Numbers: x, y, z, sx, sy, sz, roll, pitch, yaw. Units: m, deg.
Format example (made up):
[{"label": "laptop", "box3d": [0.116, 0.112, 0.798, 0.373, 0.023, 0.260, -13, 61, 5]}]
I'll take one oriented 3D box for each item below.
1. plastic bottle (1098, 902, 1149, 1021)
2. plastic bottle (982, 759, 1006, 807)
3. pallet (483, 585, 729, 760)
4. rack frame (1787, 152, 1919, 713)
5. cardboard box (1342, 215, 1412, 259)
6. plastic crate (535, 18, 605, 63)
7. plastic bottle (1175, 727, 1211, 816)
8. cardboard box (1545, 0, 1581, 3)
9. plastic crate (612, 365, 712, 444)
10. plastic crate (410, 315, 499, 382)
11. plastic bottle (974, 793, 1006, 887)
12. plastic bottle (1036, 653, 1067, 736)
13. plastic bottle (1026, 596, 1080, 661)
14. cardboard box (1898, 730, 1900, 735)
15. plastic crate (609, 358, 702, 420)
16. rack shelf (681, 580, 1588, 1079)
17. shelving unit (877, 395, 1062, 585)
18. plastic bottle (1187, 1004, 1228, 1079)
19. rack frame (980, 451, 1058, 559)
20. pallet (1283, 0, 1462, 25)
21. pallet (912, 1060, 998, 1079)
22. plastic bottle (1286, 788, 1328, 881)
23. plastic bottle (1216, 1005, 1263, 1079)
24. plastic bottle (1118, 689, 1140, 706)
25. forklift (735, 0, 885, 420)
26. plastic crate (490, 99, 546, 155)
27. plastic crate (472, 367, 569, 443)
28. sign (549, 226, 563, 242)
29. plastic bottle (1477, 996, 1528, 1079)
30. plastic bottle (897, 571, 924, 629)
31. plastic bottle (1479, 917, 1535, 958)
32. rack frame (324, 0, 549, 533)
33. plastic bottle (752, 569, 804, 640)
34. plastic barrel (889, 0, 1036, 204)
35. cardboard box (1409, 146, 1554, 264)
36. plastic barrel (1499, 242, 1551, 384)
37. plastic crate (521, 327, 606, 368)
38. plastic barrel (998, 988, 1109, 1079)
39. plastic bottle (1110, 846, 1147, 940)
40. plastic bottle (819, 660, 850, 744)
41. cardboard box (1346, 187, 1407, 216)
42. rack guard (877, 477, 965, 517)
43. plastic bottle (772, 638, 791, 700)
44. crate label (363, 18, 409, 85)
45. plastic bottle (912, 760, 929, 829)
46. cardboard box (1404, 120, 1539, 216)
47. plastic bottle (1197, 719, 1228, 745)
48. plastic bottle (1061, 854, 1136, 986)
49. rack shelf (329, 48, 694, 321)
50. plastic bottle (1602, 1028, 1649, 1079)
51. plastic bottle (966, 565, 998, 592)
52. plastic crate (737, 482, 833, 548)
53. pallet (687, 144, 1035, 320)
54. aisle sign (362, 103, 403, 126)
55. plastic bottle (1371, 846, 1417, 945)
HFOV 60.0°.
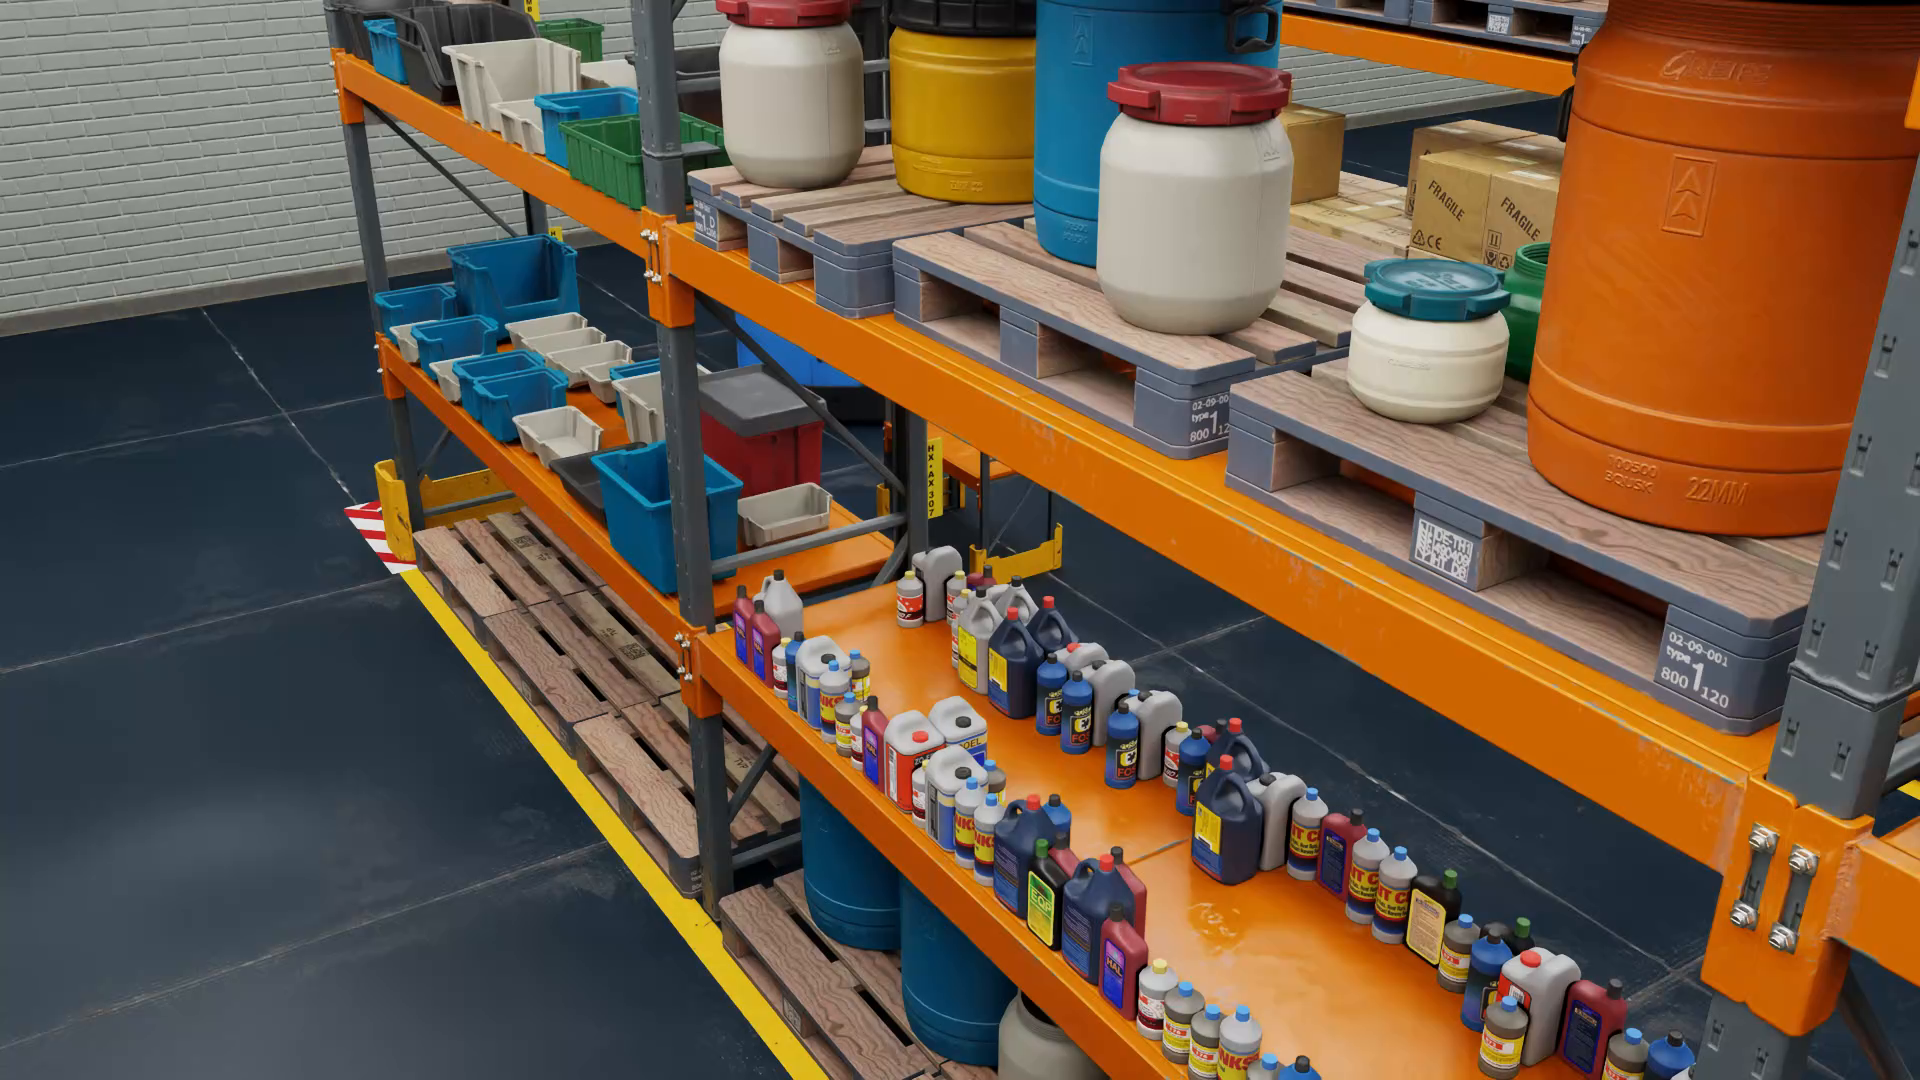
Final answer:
[{"label": "plastic bottle", "box3d": [0.409, 1.048, 4.153, 0.061, 0.283, 0.133, -16, 29, -30]}, {"label": "plastic bottle", "box3d": [0.087, 0.741, 4.899, 0.097, 0.201, 0.097, 0, 25, 0]}, {"label": "pallet", "box3d": [-1.677, 0.589, 8.256, 1.003, 0.211, 1.213, -16, 29, -30]}, {"label": "rack frame", "box3d": [1.611, -1.264, 1.886, 1.000, 3.000, 0.127, -16, 29, -30]}, {"label": "cardboard box", "box3d": [2.553, -1.666, 9.593, 0.500, 0.250, 0.500, -15, 29, -29]}, {"label": "plastic crate", "box3d": [-1.978, -2.387, 8.026, 0.450, 0.188, 0.336, -16, 29, -30]}, {"label": "plastic bottle", "box3d": [0.696, 0.681, 4.944, 0.097, 0.271, 0.097, 0, 25, 0]}, {"label": "cardboard box", "box3d": [3.100, -3.039, 8.433, 0.700, 0.500, 0.500, -18, 30, -33]}, {"label": "plastic crate", "box3d": [-1.252, -0.544, 7.458, 0.437, 0.282, 0.530, -16, 29, -30]}, {"label": "plastic crate", "box3d": [-2.538, -0.963, 8.402, 0.416, 0.233, 0.300, -16, 29, -30]}, {"label": "plastic bottle", "box3d": [0.087, 0.828, 4.634, 0.097, 0.271, 0.097, 0, 25, 0]}, {"label": "plastic bottle", "box3d": [0.294, 0.489, 5.351, 0.097, 0.271, 0.097, 0, 25, 0]}, {"label": "plastic bottle", "box3d": [0.304, 0.359, 5.533, 0.144, 0.351, 0.185, -16, 29, -30]}, {"label": "cardboard box", "box3d": [4.432, 0.179, 7.855, 1.225, 0.875, 0.875, -17, 30, -31]}, {"label": "plastic crate", "box3d": [-1.420, -0.689, 7.821, 0.416, 0.233, 0.300, -16, 29, -30]}, {"label": "rack shelf", "box3d": [0.519, 1.059, 4.835, 1.077, 0.370, 4.000, -16, 29, -30]}, {"label": "shelving unit", "box3d": [0.042, -0.651, 9.372, 0.587, 1.500, 1.083, -16, 29, -30]}, {"label": "plastic bottle", "box3d": [0.593, 1.192, 3.945, 0.097, 0.201, 0.097, 0, 25, 0]}, {"label": "rack frame", "box3d": [0.324, -0.466, 8.980, 0.500, 1.500, 0.032, -16, 29, -30]}, {"label": "pallet", "box3d": [2.478, -3.183, 9.569, 1.003, 0.211, 1.213, -16, 29, -30]}, {"label": "pallet", "box3d": [0.484, 2.002, 5.262, 1.003, 0.211, 1.213, -16, 29, -30]}, {"label": "plastic bottle", "box3d": [0.975, 0.816, 4.658, 0.097, 0.271, 0.097, 0, 25, 0]}, {"label": "plastic bottle", "box3d": [0.647, 1.195, 3.856, 0.097, 0.271, 0.097, 0, 25, 0]}, {"label": "plastic bottle", "box3d": [0.548, 0.568, 5.265, 0.097, 0.201, 0.097, 0, 25, 0]}, {"label": "forklift", "box3d": [-0.943, -2.725, 12.088, 1.130, 2.935, 3.031, 1, 25, 2]}, {"label": "plastic crate", "box3d": [-1.586, -1.585, 6.389, 0.293, 0.136, 0.466, -16, 29, -30]}, {"label": "plastic crate", "box3d": [-2.015, -0.620, 7.676, 0.416, 0.233, 0.300, -16, 29, -30]}, {"label": "sign", "box3d": [-2.304, -1.620, 9.477, 0.100, 0.325, 0.005, -16, 29, -30]}, {"label": "plastic bottle", "box3d": [1.299, 1.179, 3.971, 0.097, 0.201, 0.097, 0, 25, 0]}, {"label": "plastic bottle", "box3d": [-0.181, 0.210, 6.025, 0.097, 0.201, 0.097, 0, 25, 0]}, {"label": "plastic bottle", "box3d": [1.358, 1.048, 4.153, 0.061, 0.283, 0.133, -16, 29, -30]}, {"label": "rack frame", "box3d": [-2.756, -1.412, 9.228, 1.000, 3.000, 0.127, -16, 29, -30]}, {"label": "plastic bottle", "box3d": [-0.630, 0.257, 5.750, 0.144, 0.351, 0.185, -16, 29, -30]}, {"label": "plastic barrel", "box3d": [0.096, -1.334, 4.836, 0.600, 0.588, 0.600, 0, 25, 0]}, {"label": "cardboard box", "box3d": [2.832, -1.824, 9.049, 0.500, 0.500, 0.500, -15, 29, -29]}, {"label": "plastic barrel", "box3d": [1.225, -0.460, 3.386, 0.294, 0.245, 0.294, 0, 25, 0]}, {"label": "plastic crate", "box3d": [-2.013, -0.964, 8.516, 0.396, 0.136, 0.243, -16, 29, -30]}, {"label": "plastic barrel", "box3d": [0.330, 1.628, 5.210, 0.421, 0.512, 0.421, 0, 25, 0]}, {"label": "plastic bottle", "box3d": [0.429, 0.948, 4.365, 0.061, 0.283, 0.133, -16, 29, -30]}, {"label": "plastic bottle", "box3d": [-0.399, 0.510, 5.307, 0.097, 0.271, 0.097, 0, 25, 0]}, {"label": "cardboard box", "box3d": [2.723, -1.973, 10.243, 0.500, 0.250, 0.500, -15, 29, -29]}, {"label": "rack guard", "box3d": [-0.230, -0.264, 10.016, 0.587, 0.250, 0.087, -16, 29, -30]}, {"label": "plastic bottle", "box3d": [-0.579, 0.424, 5.572, 0.097, 0.201, 0.097, 0, 25, 0]}, {"label": "crate label", "box3d": [-2.523, -2.296, 7.761, 0.408, 0.251, 0.502, -16, 29, -30]}, {"label": "plastic bottle", "box3d": [-0.093, 0.742, 4.898, 0.097, 0.201, 0.097, 0, 25, 0]}, {"label": "cardboard box", "box3d": [2.980, -2.135, 9.709, 0.500, 0.500, 0.500, -17, 30, -31]}, {"label": "plastic bottle", "box3d": [0.753, 0.651, 4.994, 0.061, 0.283, 0.133, -16, 29, -30]}, {"label": "plastic bottle", "box3d": [0.357, 0.951, 4.280, 0.144, 0.351, 0.185, -16, 29, -30]}, {"label": "rack shelf", "box3d": [-1.664, -1.728, 7.226, 1.077, 0.370, 4.000, -16, 29, -30]}, {"label": "plastic bottle", "box3d": [1.552, 1.226, 3.872, 0.097, 0.201, 0.097, 0, 25, 0]}, {"label": "plastic bottle", "box3d": [0.078, 0.209, 5.930, 0.061, 0.283, 0.133, -16, 29, -30]}, {"label": "plastic crate", "box3d": [-0.707, -0.089, 6.664, 0.396, 0.136, 0.243, -16, 29, -30]}, {"label": "pallet", "box3d": [-0.063, -0.995, 5.052, 1.213, 0.211, 1.003, -16, 29, -30]}, {"label": "aisle sign", "box3d": [-3.044, -2.544, 8.581, 0.394, 0.787, 0.004, -16, 29, -30]}, {"label": "plastic bottle", "box3d": [1.154, 0.934, 4.409, 0.097, 0.271, 0.097, 0, 25, 0]}]
